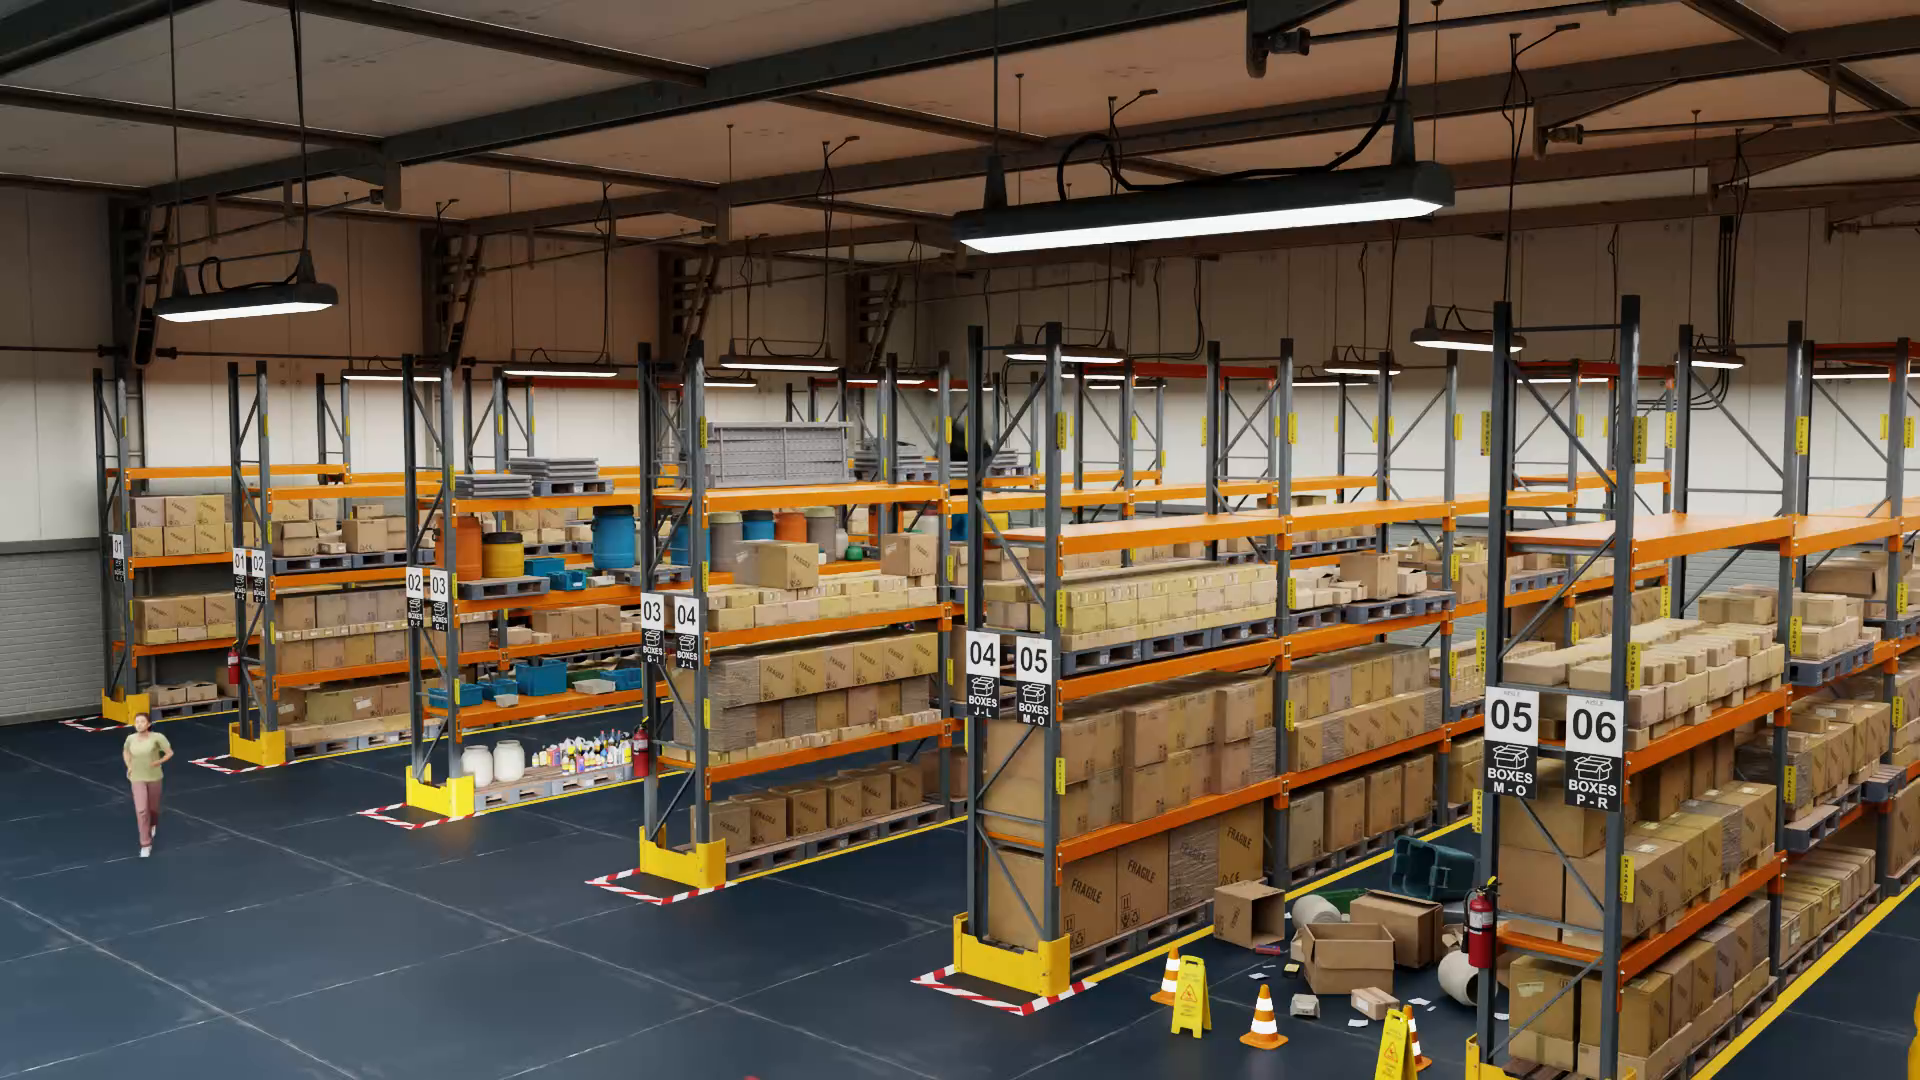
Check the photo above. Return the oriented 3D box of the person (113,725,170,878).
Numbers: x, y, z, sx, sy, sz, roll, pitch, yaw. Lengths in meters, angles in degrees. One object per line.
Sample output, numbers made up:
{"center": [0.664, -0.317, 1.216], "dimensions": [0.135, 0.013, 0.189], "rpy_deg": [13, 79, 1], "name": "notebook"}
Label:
{"center": [-9.352, 2.942, 19.020], "dimensions": [0.590, 1.669, 0.937], "rpy_deg": [-2, 5, -25], "name": "person"}
